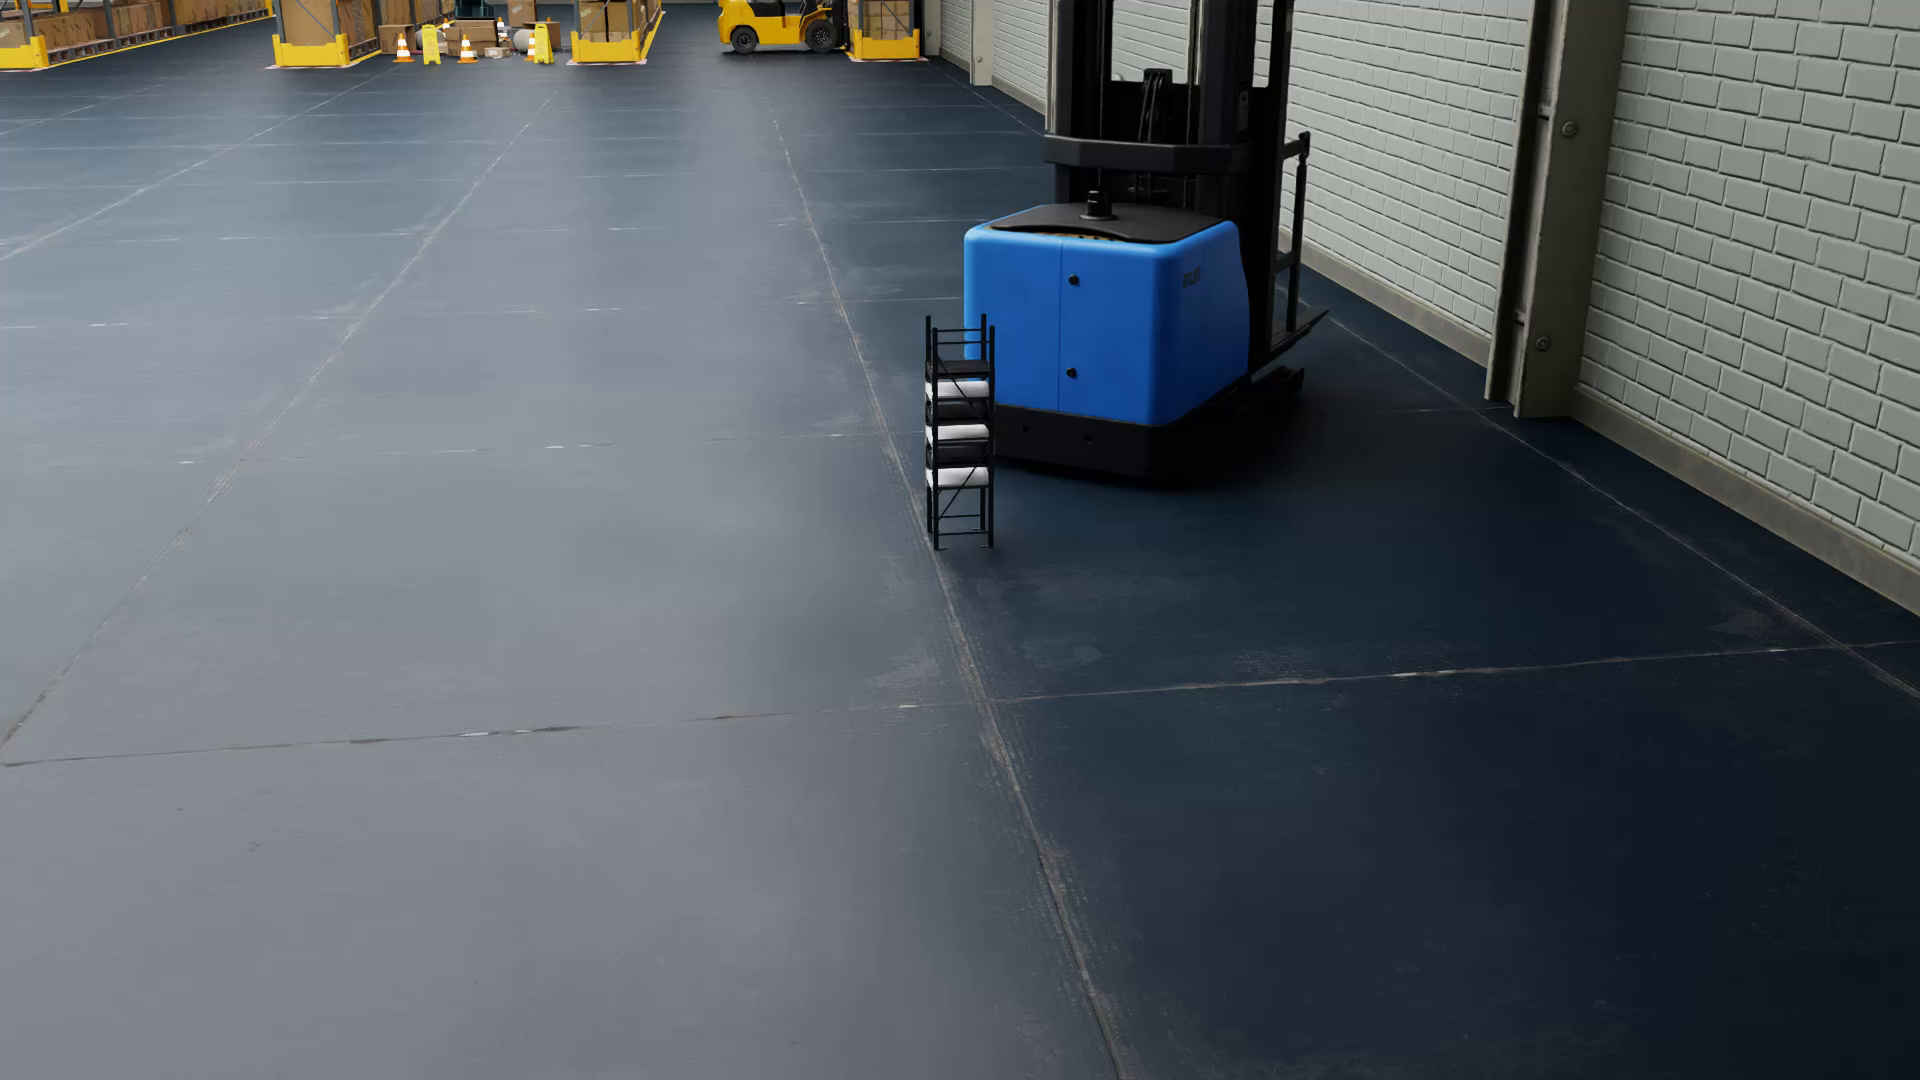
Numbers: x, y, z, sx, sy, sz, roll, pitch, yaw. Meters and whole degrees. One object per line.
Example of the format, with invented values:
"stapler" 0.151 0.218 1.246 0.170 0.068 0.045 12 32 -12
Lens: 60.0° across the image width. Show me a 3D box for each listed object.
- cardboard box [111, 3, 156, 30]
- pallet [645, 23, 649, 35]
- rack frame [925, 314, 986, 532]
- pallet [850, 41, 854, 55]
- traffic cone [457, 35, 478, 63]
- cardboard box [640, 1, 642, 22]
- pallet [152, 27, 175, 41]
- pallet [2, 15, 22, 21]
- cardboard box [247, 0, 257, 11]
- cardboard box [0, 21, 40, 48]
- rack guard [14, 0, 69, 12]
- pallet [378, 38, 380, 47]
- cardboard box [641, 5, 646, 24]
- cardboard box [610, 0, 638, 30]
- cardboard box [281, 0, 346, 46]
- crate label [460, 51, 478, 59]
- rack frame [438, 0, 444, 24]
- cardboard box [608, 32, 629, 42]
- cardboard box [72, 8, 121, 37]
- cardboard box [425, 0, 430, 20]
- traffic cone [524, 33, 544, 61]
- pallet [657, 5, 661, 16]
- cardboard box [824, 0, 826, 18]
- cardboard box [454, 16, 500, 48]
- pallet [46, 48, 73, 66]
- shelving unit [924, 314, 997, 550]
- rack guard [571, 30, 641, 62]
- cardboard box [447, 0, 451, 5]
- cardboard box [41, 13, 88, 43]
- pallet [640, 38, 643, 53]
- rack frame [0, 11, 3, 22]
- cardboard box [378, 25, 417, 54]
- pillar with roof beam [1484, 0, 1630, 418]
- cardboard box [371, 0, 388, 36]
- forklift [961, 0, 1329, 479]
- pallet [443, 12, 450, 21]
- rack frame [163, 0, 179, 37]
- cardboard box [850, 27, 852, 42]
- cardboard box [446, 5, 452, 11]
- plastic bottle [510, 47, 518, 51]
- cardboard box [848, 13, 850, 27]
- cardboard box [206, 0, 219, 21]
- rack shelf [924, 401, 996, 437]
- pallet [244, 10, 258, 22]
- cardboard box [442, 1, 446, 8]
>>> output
"cardboard box" -16.985 -10.748 34.151 0.700 0.500 0.500 -5 21 -12
"pallet" -7.276 -11.059 36.023 1.003 0.211 1.213 -3 21 -8
"rack frame" -0.016 -0.460 6.660 0.240 0.900 0.006 -3 21 -8
"pallet" -1.474 -9.074 30.708 1.003 0.211 1.213 -3 21 -8
"traffic cone" -8.622 -8.587 29.047 0.336 0.463 0.334 -3 21 -8
"cardboard box" -6.460 -10.319 32.316 0.500 0.500 0.500 -3 21 -9
"pallet" -17.082 -10.559 34.685 1.003 0.211 1.213 -3 21 -8
"pallet" -22.816 -12.217 39.125 1.003 0.211 1.213 -3 21 -8
"cardboard box" -18.044 -13.574 41.210 0.875 0.875 0.875 -3 21 -8
"cardboard box" -16.114 -8.609 28.450 0.500 0.500 0.500 1 20 2
"rack guard" -23.264 -13.492 42.127 1.175 0.500 0.348 -3 21 -8
"pallet" -11.880 -9.923 32.983 1.003 0.211 1.213 -3 21 -8
"cardboard box" -7.316 -11.405 36.121 0.950 0.372 0.625 -4 21 -11
"cardboard box" -6.160 -9.608 30.411 0.500 0.500 0.500 -4 21 -10
"cardboard box" -11.281 -9.014 28.999 0.875 0.875 0.875 -3 21 -7
"crate label" -8.797 -8.704 29.824 0.250 0.136 0.298 -15 25 -35
"rack frame" -12.847 -13.736 39.206 1.000 3.000 0.127 -3 21 -8
"cardboard box" -6.077 -9.068 30.036 0.500 0.250 0.500 -3 21 -8
"cardboard box" -16.684 -10.000 32.146 0.700 0.500 0.500 -5 21 -12
"cardboard box" -12.275 -11.986 37.492 0.500 0.500 0.500 -3 21 -9
"traffic cone" -7.572 -8.761 29.512 0.336 0.463 0.334 -3 21 -8
"pallet" -8.348 -13.826 43.433 1.003 0.211 1.213 -3 21 -8
"cardboard box" -2.889 -12.403 38.610 0.500 0.500 0.500 -2 21 -5
"cardboard box" -9.135 -9.564 31.409 0.797 0.637 0.503 -3 21 -8
"pallet" -16.133 -8.369 28.822 1.003 0.211 1.213 -3 21 -8
"shelving unit" -0.001 -0.424 6.566 0.258 0.900 0.210 -3 21 -8
"rack guard" -6.245 -8.721 29.351 1.175 0.500 0.348 -3 21 -8
"cardboard box" -12.805 -13.324 41.153 0.380 0.149 0.250 -3 21 -8
"cardboard box" -16.509 -9.438 30.671 0.500 0.500 0.500 4 21 9
"pallet" -6.500 -9.290 31.288 1.003 0.211 1.213 -3 21 -8
"rack frame" -22.671 -13.271 37.961 1.000 3.000 0.127 -3 21 -8
"cardboard box" -10.455 -9.310 30.926 0.500 0.500 0.500 1 20 2
"pillar with roof beam" -1.332 -4.688 6.405 9.100 9.000 0.400 -3 21 -8
"cardboard box" -11.873 -10.319 32.673 1.050 0.750 0.750 -3 21 -8
"forklift" 1.143 -2.110 8.177 1.130 2.935 3.031 11 23 26
"pallet" -12.979 -12.660 40.311 1.003 0.211 1.213 -3 21 -8
"rack frame" -17.194 -12.136 34.921 1.000 3.000 0.127 -3 21 -8
"cardboard box" -1.765 -9.345 30.780 0.500 0.250 0.500 -3 21 -8
"cardboard box" -12.809 -13.187 41.209 0.380 0.149 0.250 -3 21 -9
"plastic bottle" -8.480 -9.333 31.616 0.133 0.061 0.283 1 20 2
"cardboard box" -1.859 -9.765 31.189 0.500 0.250 0.500 -3 21 -9
"cardboard box" -17.529 -12.192 37.509 1.225 0.875 0.875 -4 21 -10
"rack shelf" -0.001 -0.477 6.546 0.258 0.077 0.200 -3 21 -8
"pallet" -17.982 -12.905 40.966 1.003 0.211 1.213 -3 21 -8
"cardboard box" -12.583 -12.878 39.958 0.380 0.149 0.250 -2 21 -5
